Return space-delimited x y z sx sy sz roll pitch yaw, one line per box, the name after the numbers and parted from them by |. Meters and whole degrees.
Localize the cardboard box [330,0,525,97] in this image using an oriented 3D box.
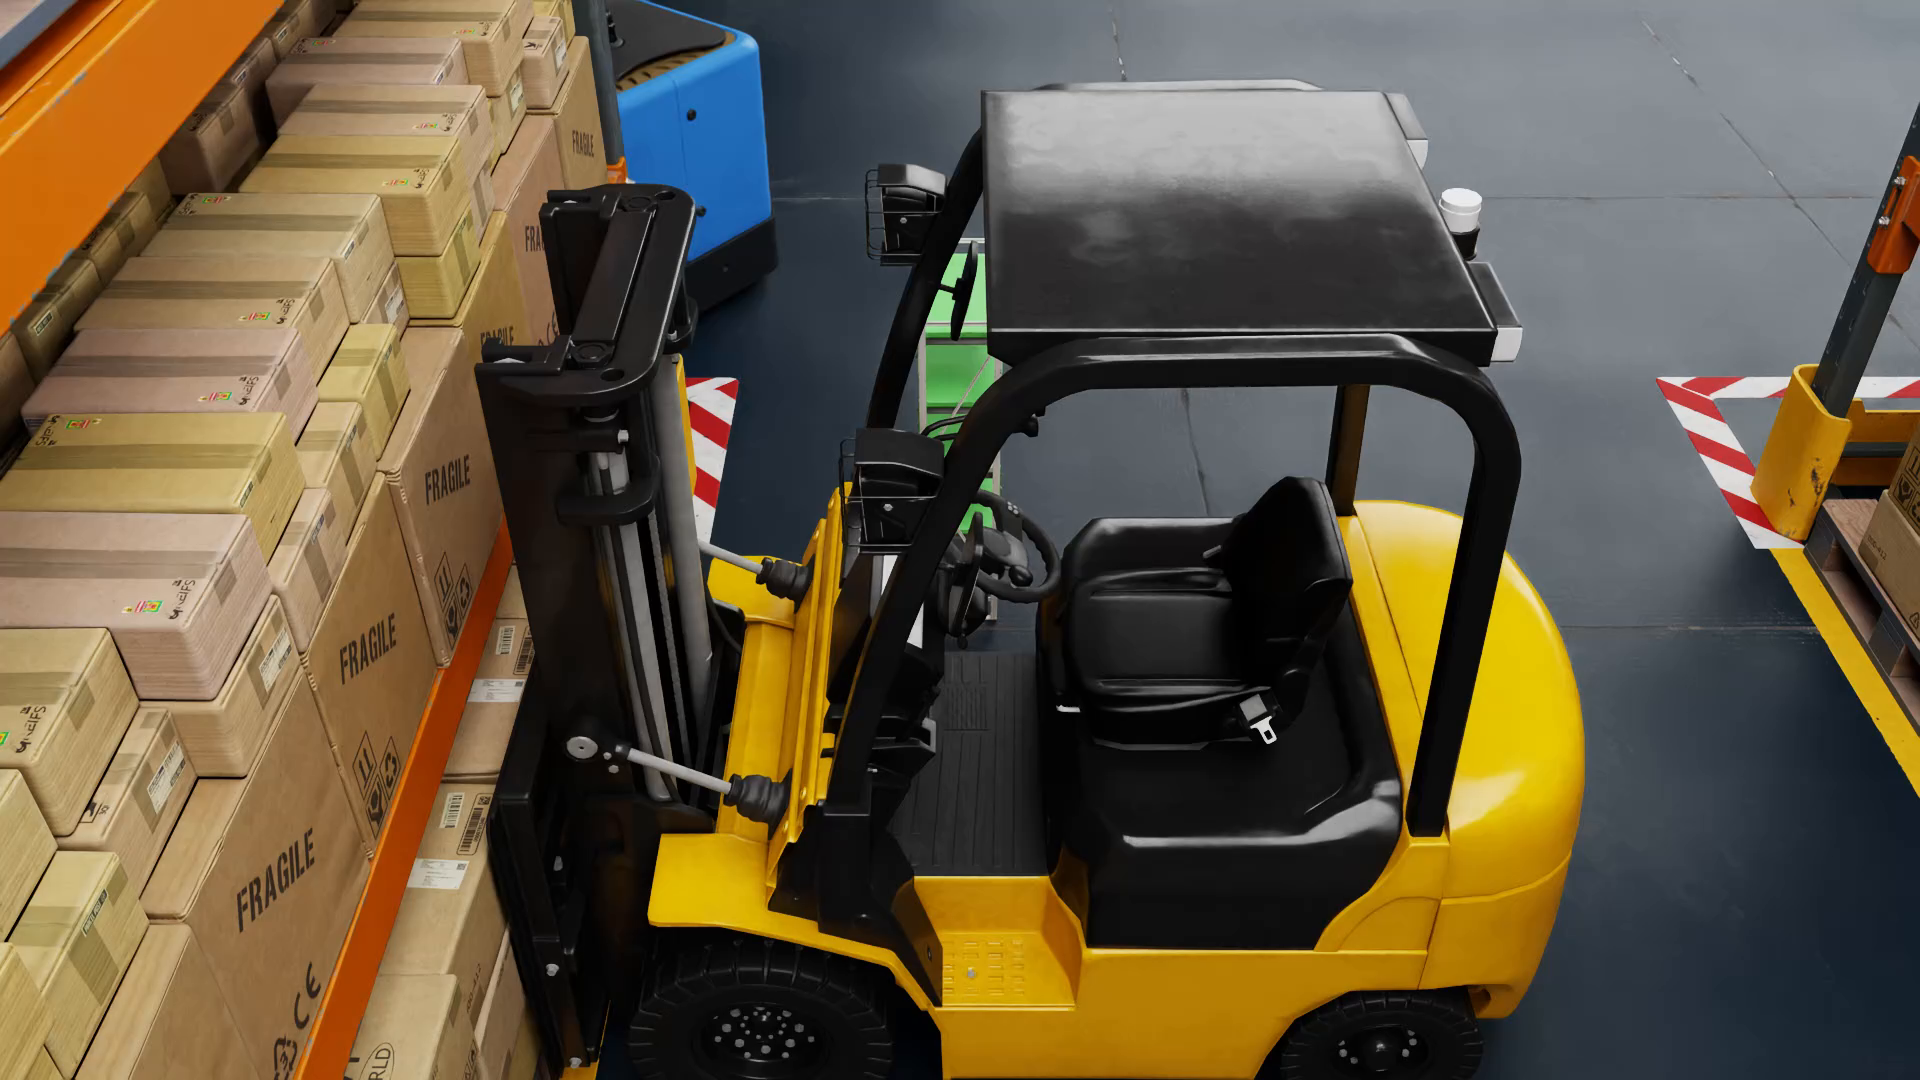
-1.271 -1.184 3.993 0.380 0.149 0.250 1 39 1 | cardboard box

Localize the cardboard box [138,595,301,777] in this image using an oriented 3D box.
-1.230 0.213 2.487 0.380 0.149 0.250 1 39 1 | cardboard box

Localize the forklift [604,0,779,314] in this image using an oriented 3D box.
-2.250 -2.598 6.648 3.031 2.935 1.130 26 45 28 | forklift

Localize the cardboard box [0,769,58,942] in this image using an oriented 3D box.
-1.348 0.412 2.000 0.380 0.149 0.250 1 39 1 | cardboard box

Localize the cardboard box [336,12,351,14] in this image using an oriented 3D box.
-1.800 -1.397 4.497 0.380 0.149 0.250 -1 39 -1 | cardboard box

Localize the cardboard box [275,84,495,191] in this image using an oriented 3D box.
-1.234 -0.866 3.595 0.380 0.149 0.250 1 39 1 | cardboard box

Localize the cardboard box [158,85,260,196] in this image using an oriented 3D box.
-1.762 -0.867 3.597 0.380 0.149 0.250 1 39 1 | cardboard box

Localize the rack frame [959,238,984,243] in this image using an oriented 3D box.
0.000 -0.517 5.436 0.240 1.200 0.015 0 39 0 | rack frame

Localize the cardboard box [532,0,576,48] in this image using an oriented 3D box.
-1.260 -1.393 4.491 0.380 0.149 0.250 0 39 1 | cardboard box

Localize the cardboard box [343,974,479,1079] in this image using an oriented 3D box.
-1.213 1.080 3.067 0.500 0.250 0.500 0 39 0 | cardboard box

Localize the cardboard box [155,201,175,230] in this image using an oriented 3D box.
-1.869 -0.593 3.493 0.380 0.149 0.250 1 39 2 | cardboard box

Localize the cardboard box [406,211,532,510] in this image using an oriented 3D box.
-1.285 -0.404 3.776 0.500 0.500 0.500 -1 39 -1 | cardboard box

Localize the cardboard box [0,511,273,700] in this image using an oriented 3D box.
-1.237 0.092 2.400 0.380 0.149 0.250 1 39 1 | cardboard box

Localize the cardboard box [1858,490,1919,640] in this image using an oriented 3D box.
3.147 0.090 5.102 0.500 0.250 0.500 0 39 0 | cardboard box

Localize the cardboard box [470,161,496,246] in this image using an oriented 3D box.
-1.255 -0.749 3.687 0.380 0.149 0.250 -1 39 -2 | cardboard box

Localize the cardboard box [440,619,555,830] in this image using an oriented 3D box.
-1.218 0.441 3.865 0.500 0.250 0.500 -1 39 -1 | cardboard box

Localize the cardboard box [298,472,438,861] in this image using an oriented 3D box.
-1.294 0.225 2.991 0.500 0.500 0.500 0 39 0 | cardboard box

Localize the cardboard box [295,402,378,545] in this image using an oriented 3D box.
-1.246 -0.108 2.888 0.380 0.149 0.250 -1 39 -1 | cardboard box

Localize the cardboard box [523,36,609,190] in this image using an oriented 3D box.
-1.278 -1.049 4.581 0.500 0.500 0.500 -1 39 -1 | cardboard box

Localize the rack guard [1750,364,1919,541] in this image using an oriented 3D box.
3.423 -0.301 5.725 1.175 0.500 0.348 0 39 0 | rack guard

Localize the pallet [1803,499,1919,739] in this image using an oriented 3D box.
3.389 0.320 5.182 1.003 0.211 1.213 0 39 0 | pallet

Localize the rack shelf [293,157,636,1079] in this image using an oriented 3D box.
-1.538 0.214 3.660 1.077 0.370 4.000 0 39 0 | rack shelf

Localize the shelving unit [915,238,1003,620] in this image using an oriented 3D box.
0.000 -0.365 5.246 0.258 1.200 0.503 0 39 0 | shelving unit

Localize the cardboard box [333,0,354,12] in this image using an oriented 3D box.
-1.754 -1.516 4.406 0.380 0.149 0.250 -1 39 -1 | cardboard box

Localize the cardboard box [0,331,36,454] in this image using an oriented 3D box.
-1.808 -0.225 2.795 0.380 0.149 0.250 0 39 -1 | cardboard box

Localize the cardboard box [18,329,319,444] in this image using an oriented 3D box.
-1.321 -0.230 2.801 0.380 0.149 0.250 0 39 0 | cardboard box

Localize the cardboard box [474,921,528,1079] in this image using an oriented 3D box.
-1.220 0.966 3.609 0.500 0.250 0.500 0 39 0 | cardboard box

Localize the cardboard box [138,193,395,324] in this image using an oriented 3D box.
-1.322 -0.543 3.192 0.380 0.149 0.250 0 39 1 | cardboard box

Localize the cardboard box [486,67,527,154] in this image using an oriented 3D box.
-1.291 -1.071 4.089 0.380 0.149 0.250 1 39 1 | cardboard box

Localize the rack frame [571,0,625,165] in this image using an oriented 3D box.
-1.541 -1.318 4.996 1.000 3.000 0.127 0 39 0 | rack frame

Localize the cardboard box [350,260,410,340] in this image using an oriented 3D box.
-1.324 -0.435 3.295 0.380 0.149 0.250 0 39 0 | cardboard box

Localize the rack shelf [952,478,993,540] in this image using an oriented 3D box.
0.000 -0.128 5.436 0.258 0.148 0.480 0 39 0 | rack shelf

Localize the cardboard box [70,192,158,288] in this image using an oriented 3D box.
-1.781 -0.548 3.199 0.380 0.149 0.250 0 39 0 | cardboard box

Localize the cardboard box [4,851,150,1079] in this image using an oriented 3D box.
-1.275 0.530 2.091 0.380 0.149 0.250 1 39 1 | cardboard box

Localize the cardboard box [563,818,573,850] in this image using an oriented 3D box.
-1.219 0.834 4.174 0.500 0.250 0.500 1 39 1 | cardboard box

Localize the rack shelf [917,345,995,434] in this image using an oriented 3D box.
0.000 -0.502 5.135 0.258 0.148 0.480 0 39 0 | rack shelf

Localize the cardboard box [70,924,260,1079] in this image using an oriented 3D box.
-1.276 0.867 2.189 0.500 0.500 0.500 -1 39 -1 | cardboard box

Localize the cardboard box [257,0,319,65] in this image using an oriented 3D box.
-1.773 -1.187 3.996 0.380 0.149 0.250 1 39 1 | cardboard box

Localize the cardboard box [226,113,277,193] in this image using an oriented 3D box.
-1.802 -0.917 3.897 0.380 0.149 0.250 -1 39 -2 | cardboard box

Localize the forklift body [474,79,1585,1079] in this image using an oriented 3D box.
0.286 0.198 3.783 2.313 2.155 1.214 0 39 0 | forklift body
